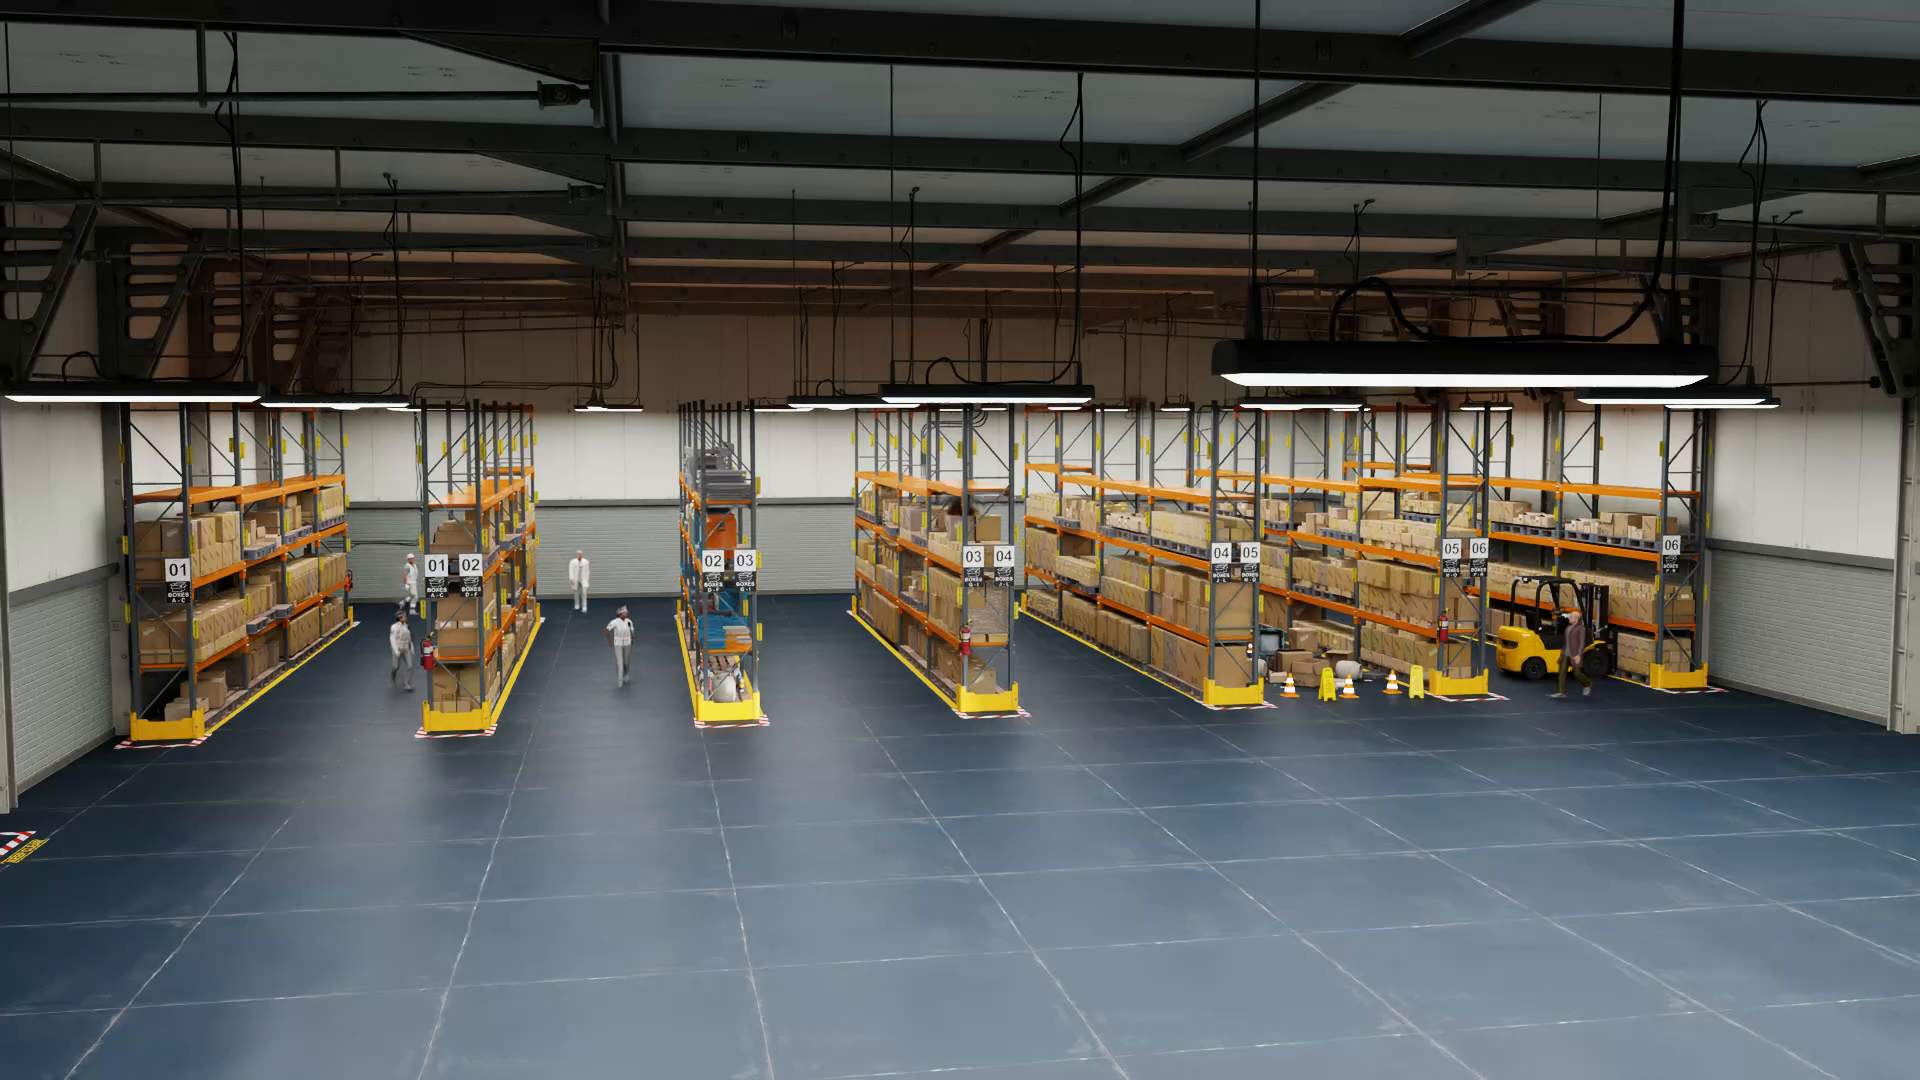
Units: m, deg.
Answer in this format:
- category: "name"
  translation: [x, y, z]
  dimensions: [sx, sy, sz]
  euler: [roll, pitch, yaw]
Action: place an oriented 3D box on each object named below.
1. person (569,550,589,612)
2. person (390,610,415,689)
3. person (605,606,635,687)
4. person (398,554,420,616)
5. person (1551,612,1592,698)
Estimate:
- category: "person"
  translation: [-11.068, 1.178, 48.354]
  dimensions: [0.577, 1.741, 0.984]
  euler: [-1, 4, -16]
- category: "person"
  translation: [-11.653, 2.284, 34.762]
  dimensions: [0.535, 1.651, 0.631]
  euler: [-4, 6, -44]
- category: "person"
  translation: [-7.167, 2.214, 35.051]
  dimensions: [0.618, 1.651, 1.028]
  euler: [-1, 4, -9]
- category: "person"
  translation: [-15.665, 1.268, 47.217]
  dimensions: [0.642, 1.764, 0.641]
  euler: [-1, 4, -7]
- category: "person"
  translation: [12.383, 2.315, 33.512]
  dimensions: [0.927, 1.753, 0.557]
  euler: [-3, 5, -35]
